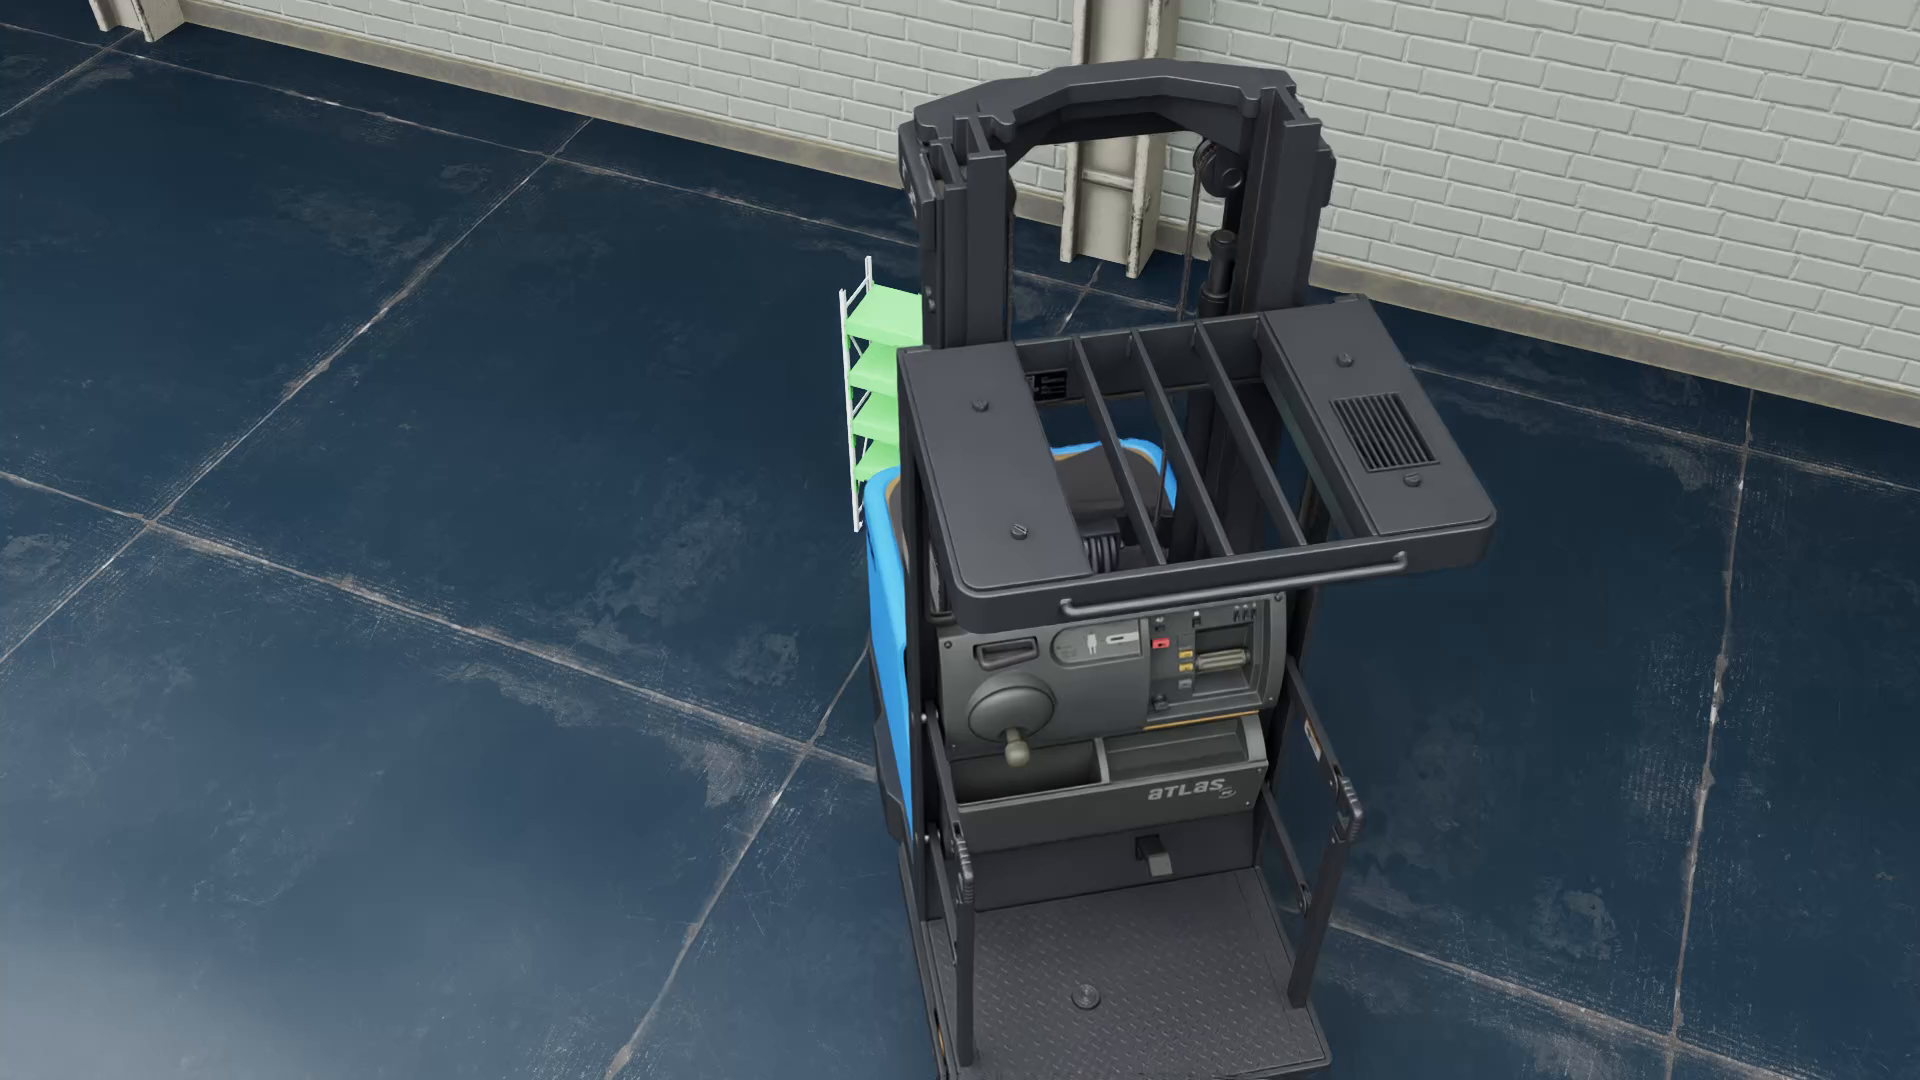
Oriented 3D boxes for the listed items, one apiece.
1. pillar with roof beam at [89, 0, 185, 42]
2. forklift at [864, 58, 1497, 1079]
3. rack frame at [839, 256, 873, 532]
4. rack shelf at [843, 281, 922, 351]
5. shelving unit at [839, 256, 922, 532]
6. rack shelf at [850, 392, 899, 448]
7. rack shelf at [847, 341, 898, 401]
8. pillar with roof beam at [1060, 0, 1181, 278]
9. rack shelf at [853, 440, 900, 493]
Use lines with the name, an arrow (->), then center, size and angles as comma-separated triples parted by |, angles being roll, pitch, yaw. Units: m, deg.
pillar with roof beam -> -6.467, -3.430, 3.817 | 0.400, 9.000, 9.100 | 16, 47, 16
forklift -> 0.448, 0.448, 4.222 | 1.130, 2.935, 3.031 | -8, 45, -8
rack frame -> -0.378, -0.537, 6.439 | 0.015, 1.200, 0.240 | 16, 47, 16
rack shelf -> -0.153, -0.765, 6.078 | 0.480, 0.148, 0.258 | 16, 47, 16
shelving unit -> -0.153, -0.470, 6.372 | 0.503, 1.200, 0.258 | 16, 47, 16
rack shelf -> -0.153, -0.425, 6.417 | 0.480, 0.148, 0.258 | 16, 47, 16
rack shelf -> -0.153, -0.595, 6.248 | 0.480, 0.148, 0.258 | 16, 47, 16
pillar with roof beam -> -0.929, -1.800, 2.180 | 0.400, 9.000, 9.100 | 16, 47, 16
rack shelf -> -0.153, -0.255, 6.586 | 0.480, 0.148, 0.258 | 16, 47, 16
